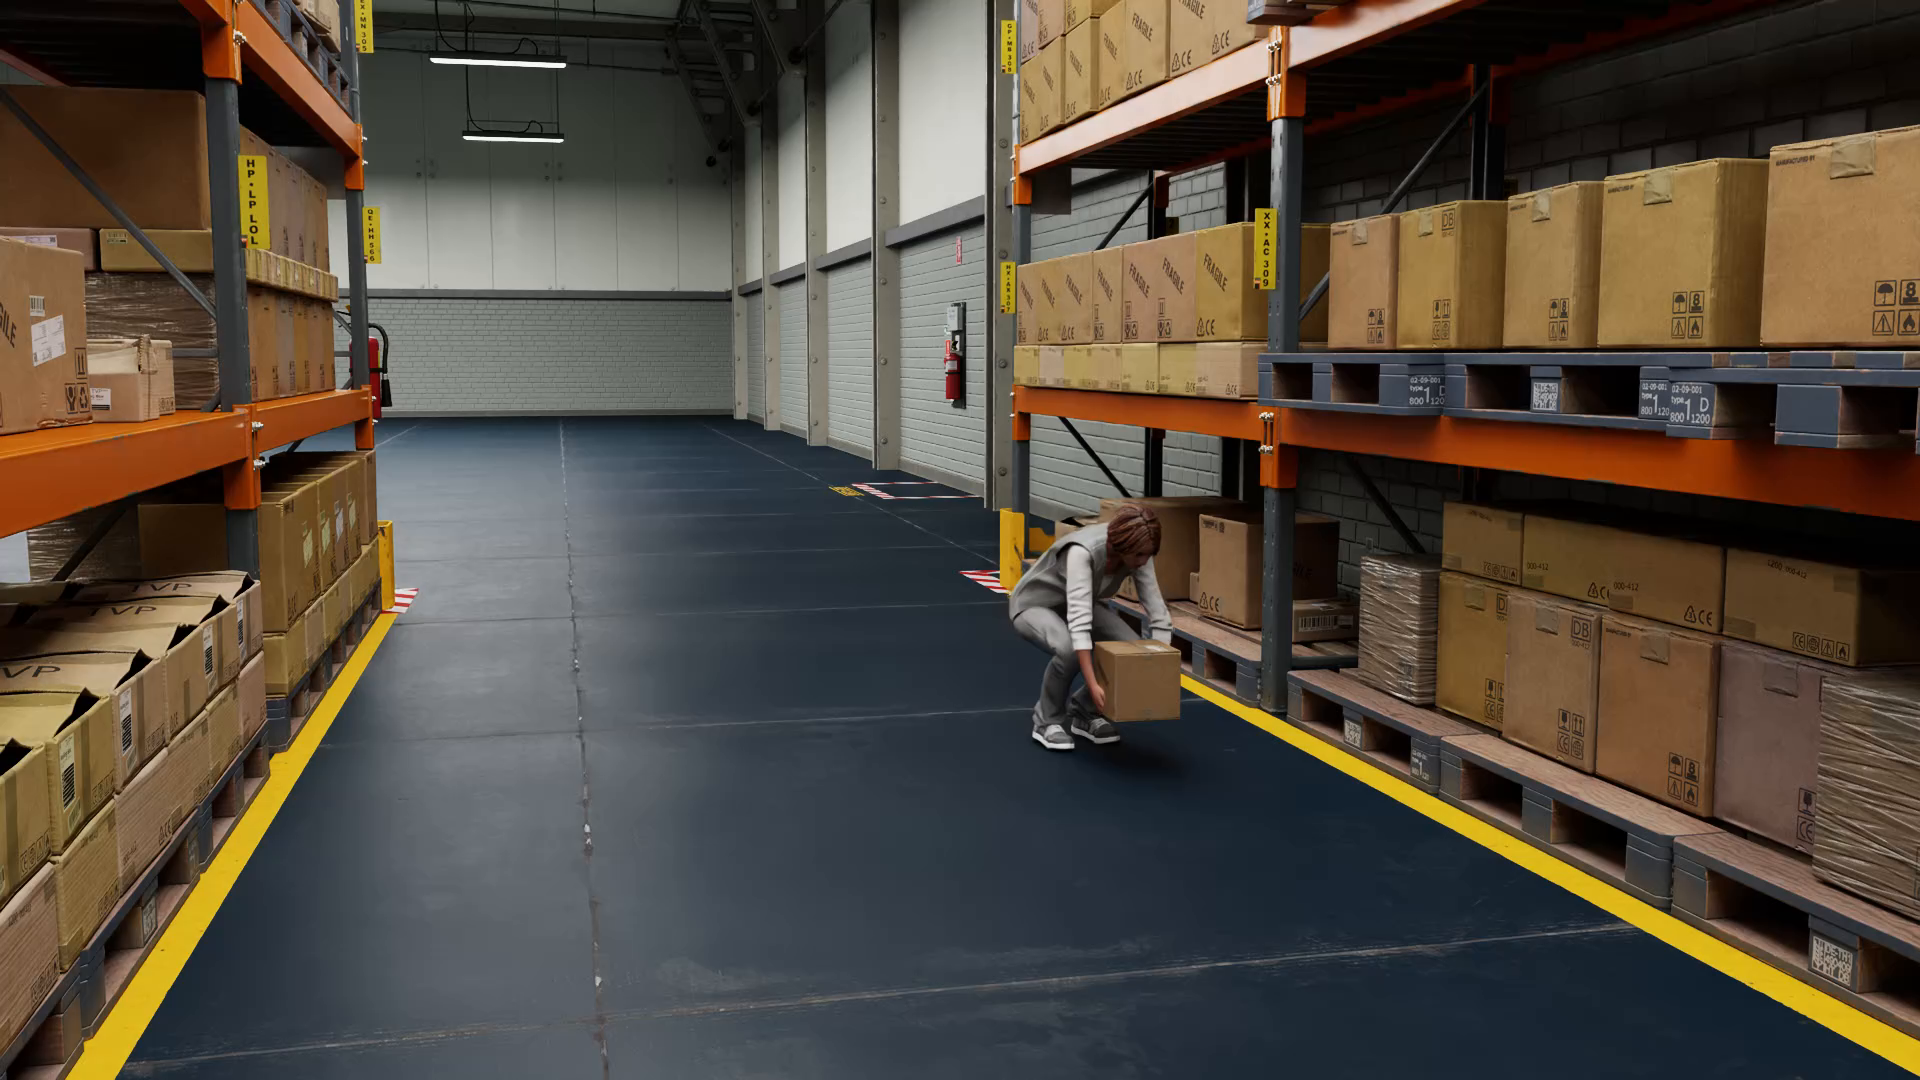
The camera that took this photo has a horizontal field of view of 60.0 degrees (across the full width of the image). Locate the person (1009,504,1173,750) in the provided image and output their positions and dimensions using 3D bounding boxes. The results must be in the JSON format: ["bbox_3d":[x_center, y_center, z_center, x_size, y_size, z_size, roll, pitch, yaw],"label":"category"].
[{"bbox_3d":[0.498,0.327,6.380,0.447,0.948,0.773,-3,7,-27],"label":"person"}]
